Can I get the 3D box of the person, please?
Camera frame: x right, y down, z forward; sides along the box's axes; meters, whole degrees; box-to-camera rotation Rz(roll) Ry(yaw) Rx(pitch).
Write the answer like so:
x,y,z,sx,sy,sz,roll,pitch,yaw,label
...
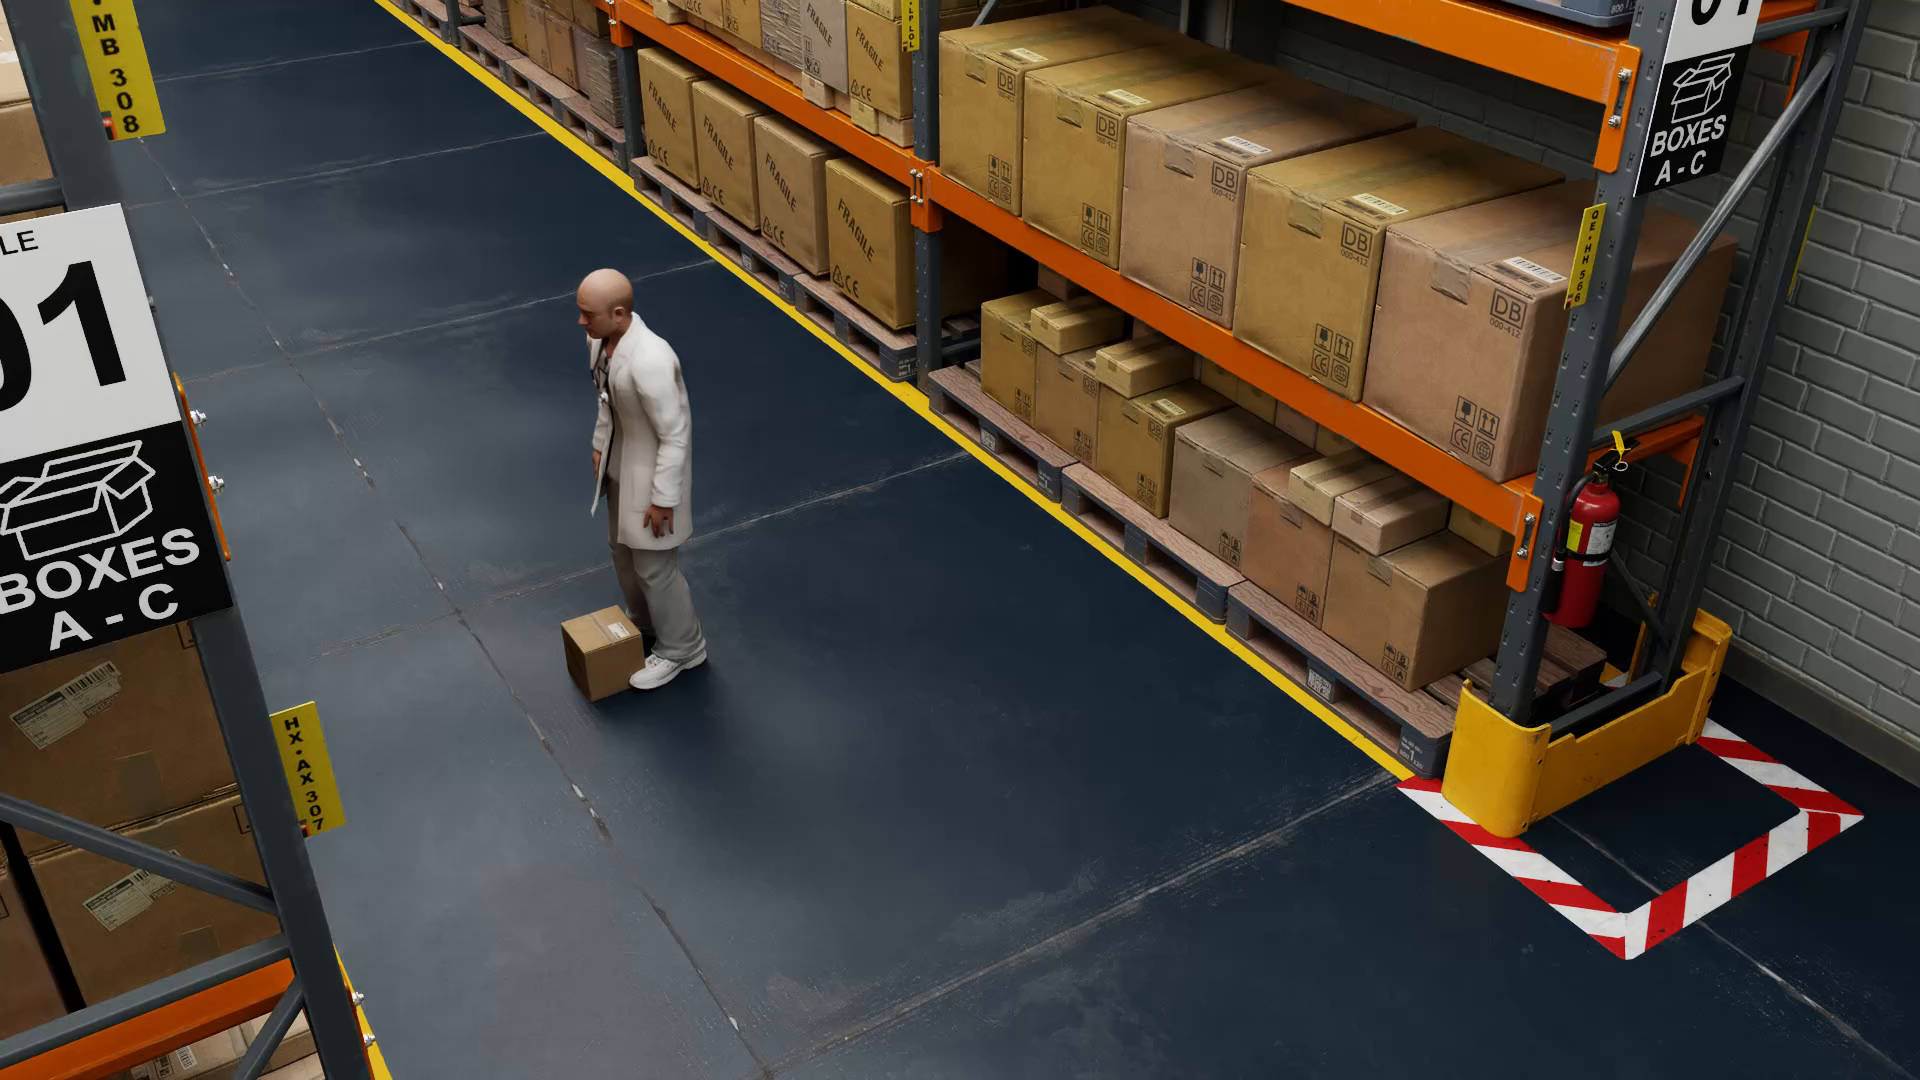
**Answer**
x,y,z,sx,sy,sz,roll,pitch,yaw,label
-1.263,-0.254,6.555,0.417,1.774,0.650,-19,37,-28,person
